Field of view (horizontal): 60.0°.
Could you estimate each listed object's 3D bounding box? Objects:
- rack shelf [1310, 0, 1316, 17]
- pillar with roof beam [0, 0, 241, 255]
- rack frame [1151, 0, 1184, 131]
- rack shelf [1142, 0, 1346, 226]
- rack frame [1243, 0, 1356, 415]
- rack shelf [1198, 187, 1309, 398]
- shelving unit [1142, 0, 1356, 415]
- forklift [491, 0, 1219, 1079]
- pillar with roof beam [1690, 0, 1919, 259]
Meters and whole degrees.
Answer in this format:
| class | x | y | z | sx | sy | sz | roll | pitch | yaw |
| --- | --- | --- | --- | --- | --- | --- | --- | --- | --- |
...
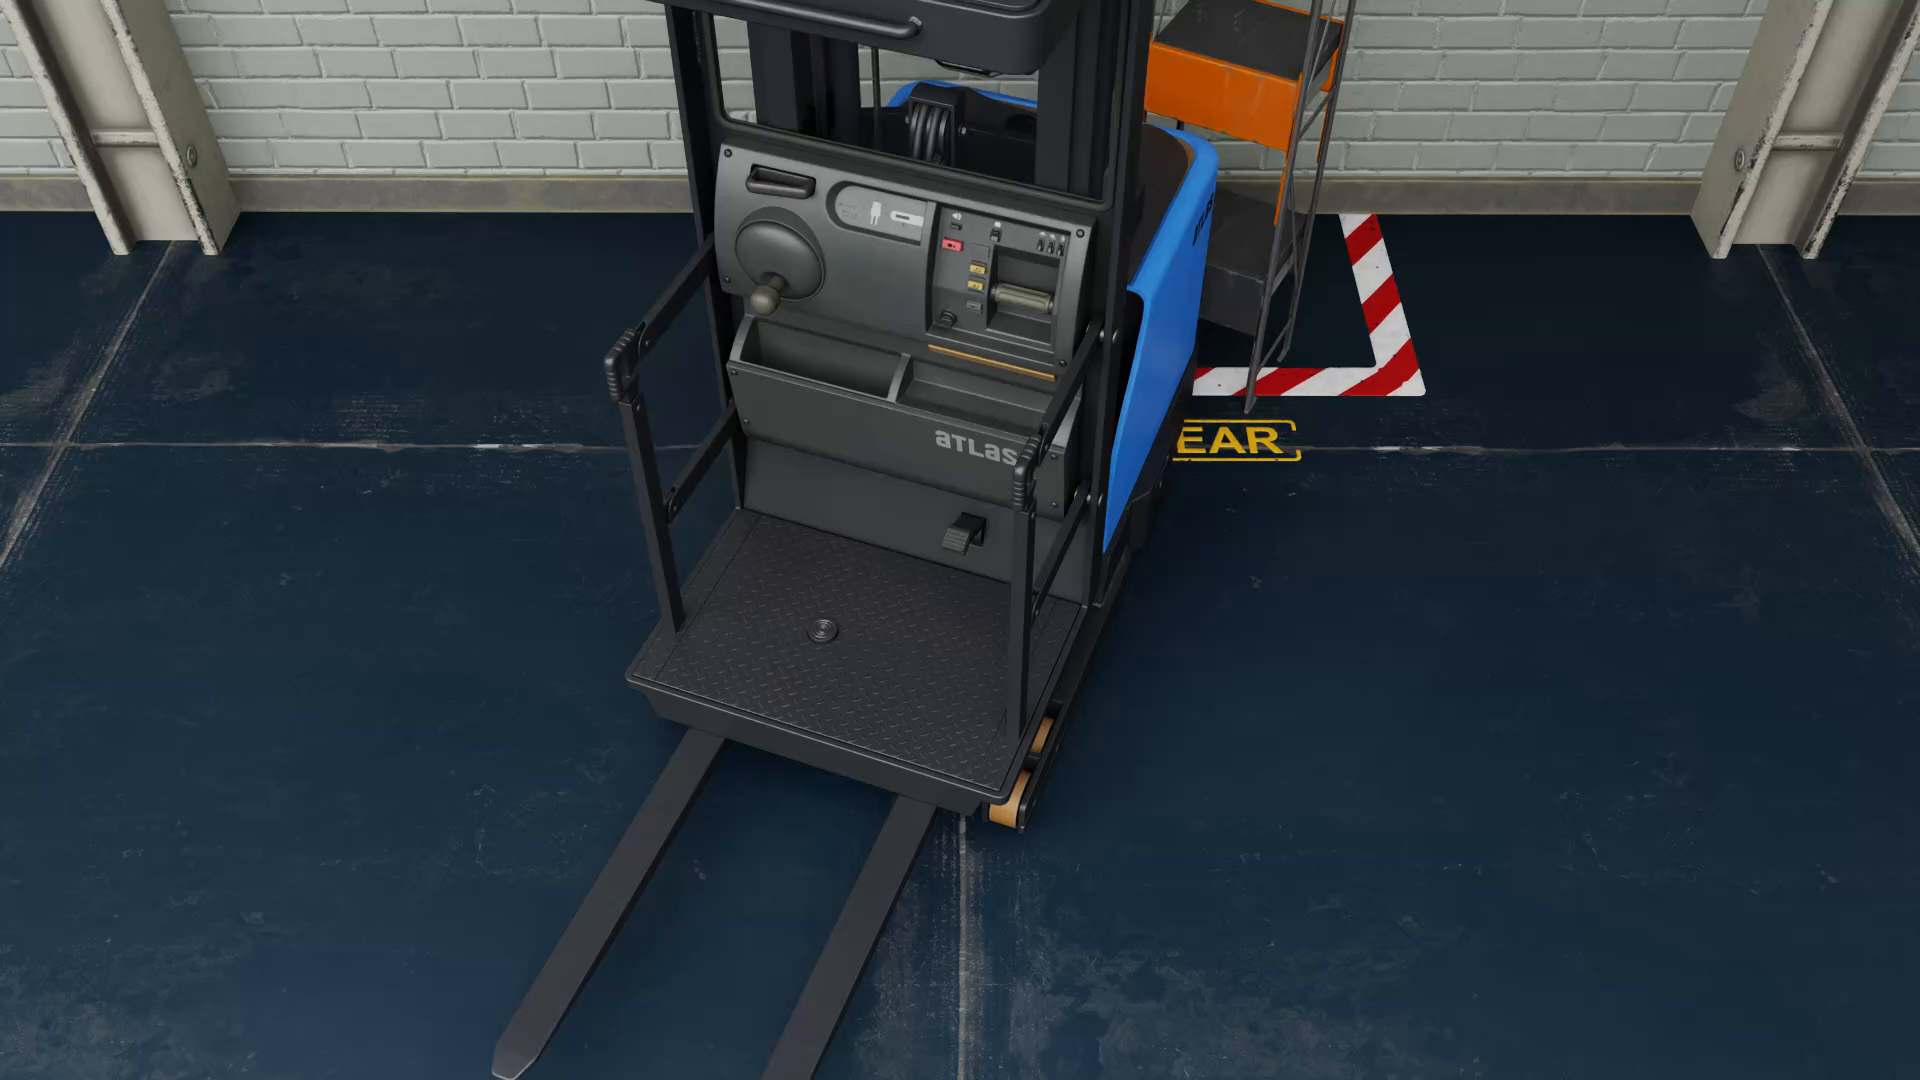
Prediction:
| class | x | y | z | sx | sy | sz | roll | pitch | yaw |
| --- | --- | --- | --- | --- | --- | --- | --- | --- | --- |
| rack shelf | 0.856 | -1.829 | 4.578 | 0.480 | 0.518 | 0.431 | 22 | 50 | 19 |
| pillar with roof beam | -2.999 | -1.100 | 0.126 | 0.400 | 9.000 | 9.100 | 0 | 47 | 0 |
| rack frame | 0.640 | -1.445 | 5.158 | 0.015 | 2.100 | 0.400 | 22 | 50 | 19 |
| rack shelf | 0.854 | -1.350 | 5.088 | 0.480 | 0.518 | 0.431 | 22 | 50 | 19 |
| rack frame | 1.068 | -1.273 | 4.999 | 0.015 | 2.100 | 0.400 | 22 | 50 | 19 |
| rack shelf | 0.851 | -0.870 | 5.598 | 0.480 | 0.518 | 0.431 | 22 | 50 | 19 |
| shelving unit | 0.854 | -1.359 | 5.078 | 0.503 | 2.100 | 0.431 | 22 | 50 | 19 |
| forklift | -0.223 | -0.572 | 3.780 | 1.130 | 2.935 | 3.031 | 16 | 49 | 14 |
| pillar with roof beam | 3.001 | -1.084 | 0.111 | 0.400 | 9.000 | 9.100 | 0 | 47 | 0 |
